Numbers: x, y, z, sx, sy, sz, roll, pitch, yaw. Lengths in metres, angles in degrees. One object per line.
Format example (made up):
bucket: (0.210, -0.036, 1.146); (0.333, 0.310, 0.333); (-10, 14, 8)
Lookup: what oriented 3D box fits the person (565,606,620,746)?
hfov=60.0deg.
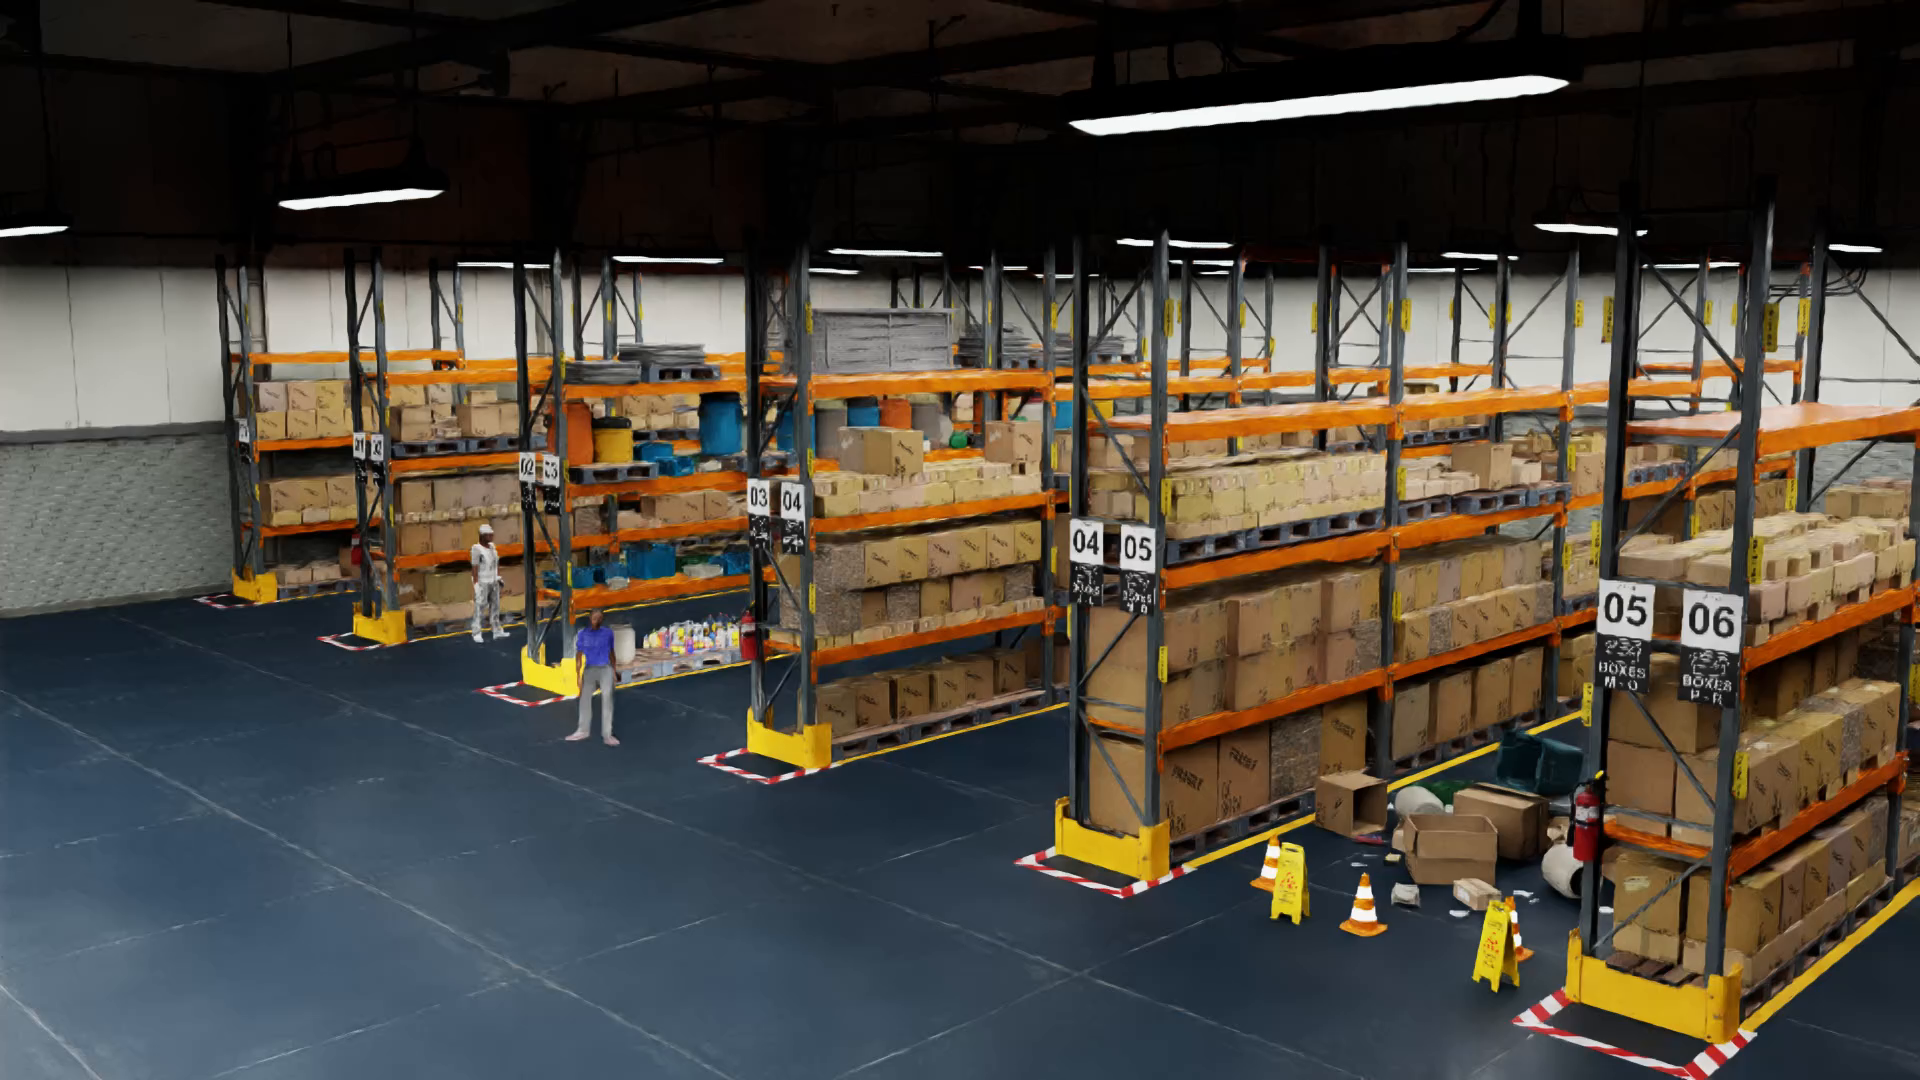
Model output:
person: (-4.353, 1.594, 19.607); (0.653, 1.644, 0.448); (-1, 8, -8)

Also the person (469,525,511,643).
person: (-7.227, 0.653, 25.523); (0.477, 1.789, 0.634); (3, 9, 18)
